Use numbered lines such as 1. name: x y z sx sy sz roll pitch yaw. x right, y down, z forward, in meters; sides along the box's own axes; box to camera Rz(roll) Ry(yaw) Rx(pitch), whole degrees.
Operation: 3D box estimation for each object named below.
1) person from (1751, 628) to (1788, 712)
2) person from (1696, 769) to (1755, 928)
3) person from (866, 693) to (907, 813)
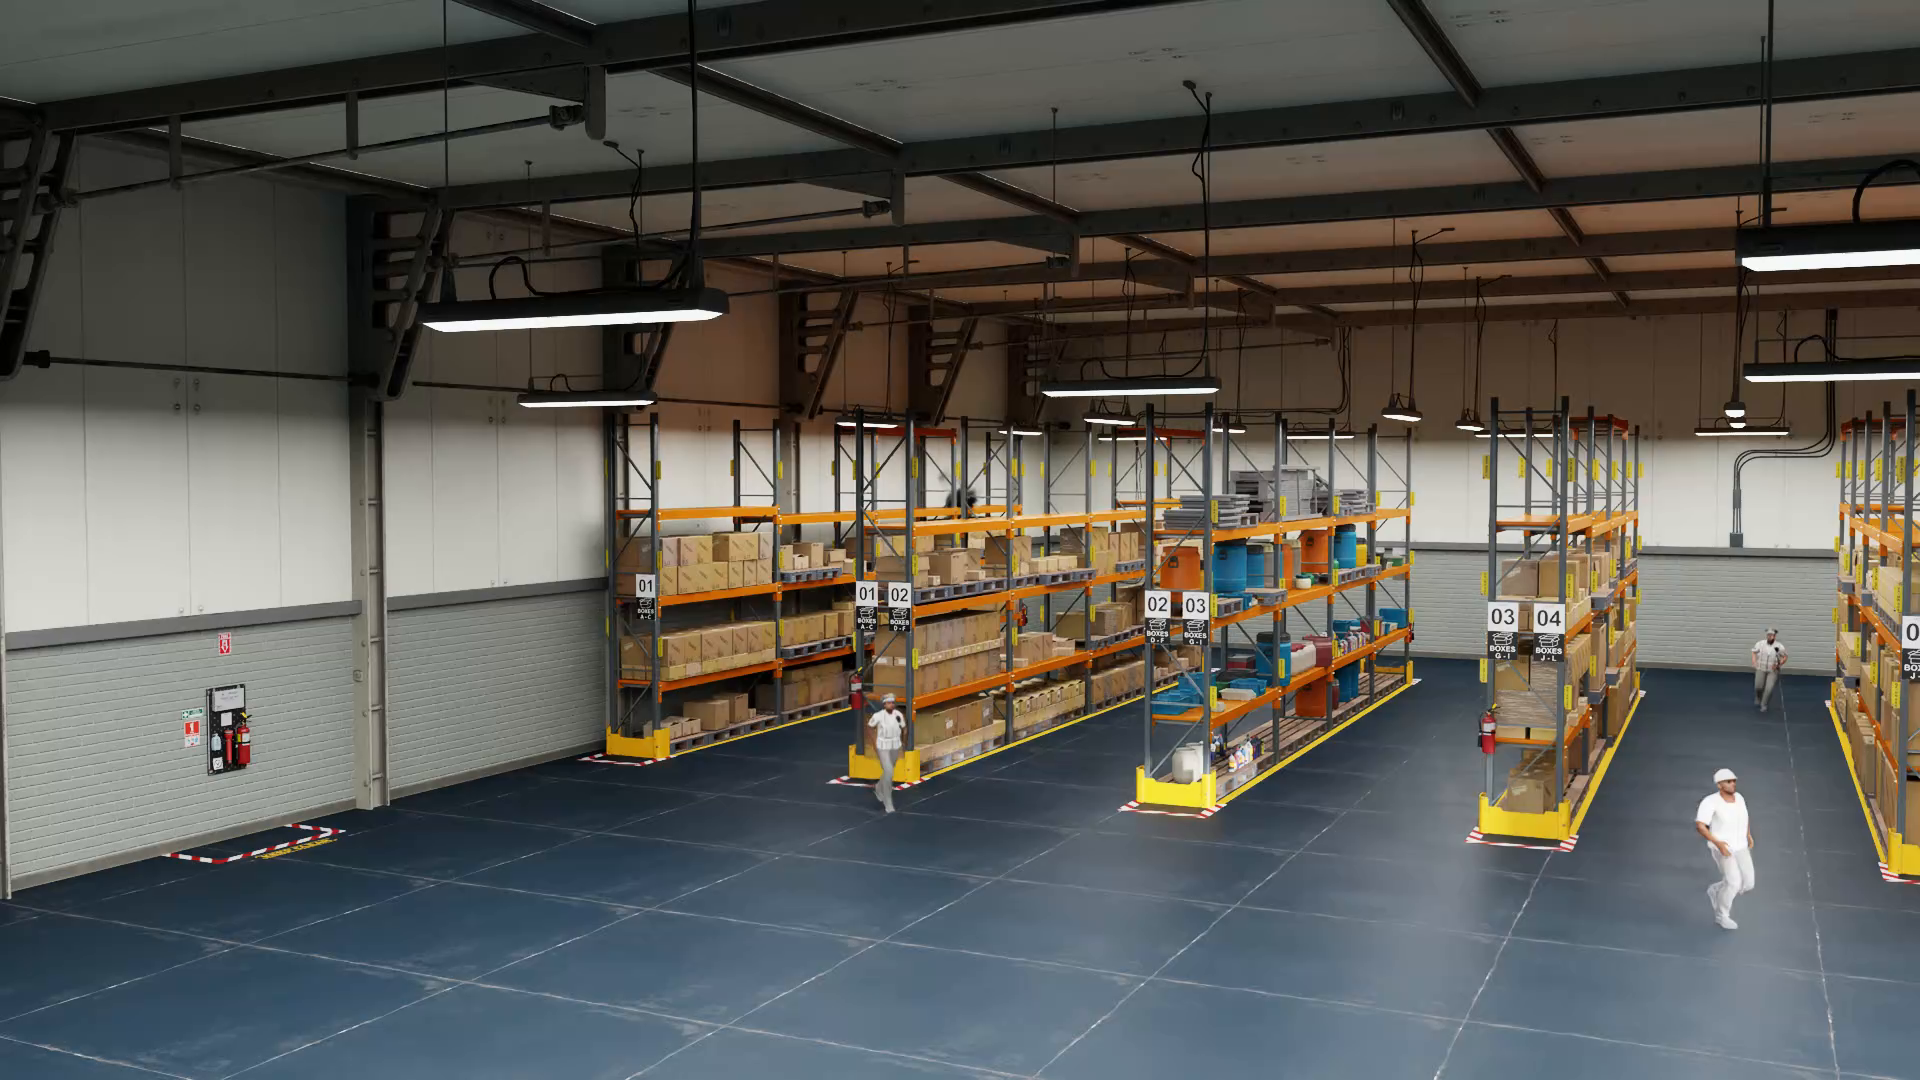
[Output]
1. person: 16.806 2.688 34.551 0.692 1.744 0.555 1 3 30
2. person: 8.424 3.373 18.277 0.699 1.728 0.543 -1 3 -21
3. person: -1.071 3.118 24.651 0.574 1.749 0.775 -2 3 -33
